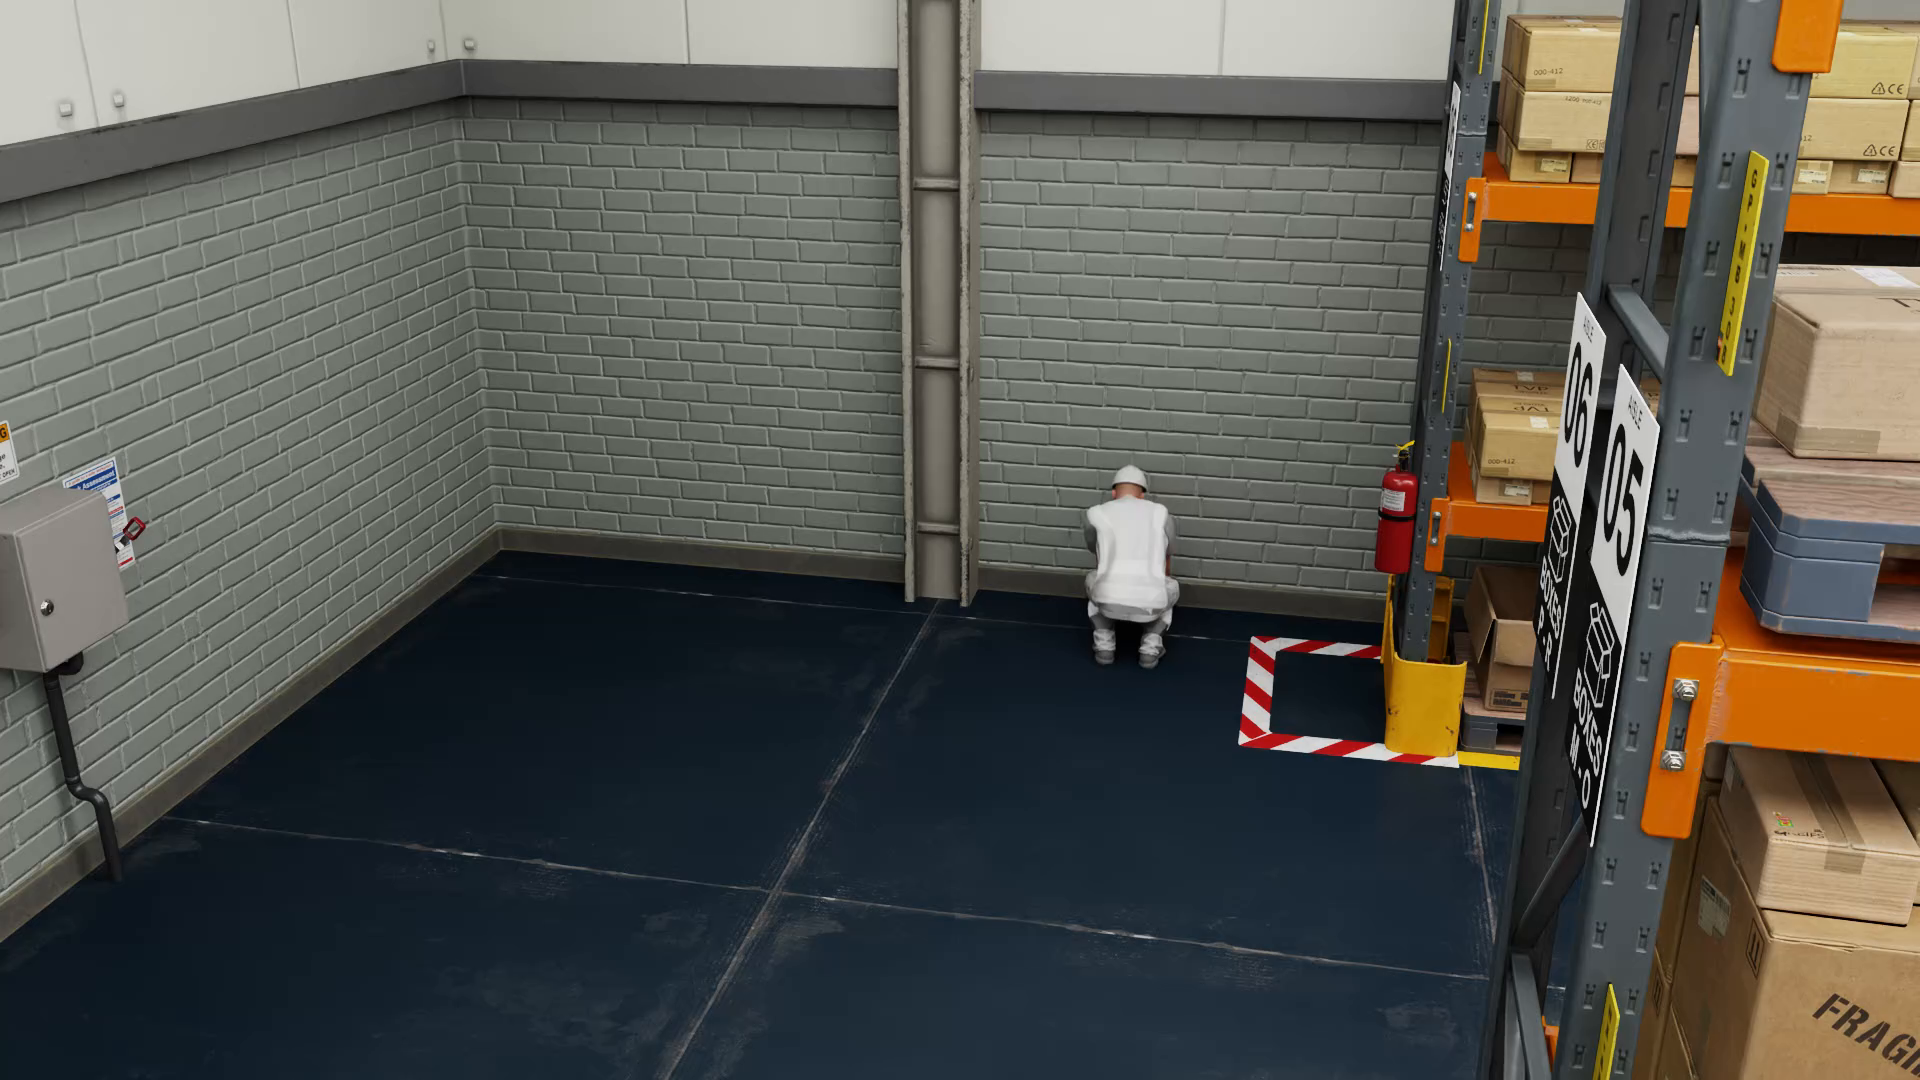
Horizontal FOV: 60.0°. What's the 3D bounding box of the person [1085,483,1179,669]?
[{"bbox_3d":[0.964,0.159,9.292,0.533,0.962,0.890,4,22,10],"label":"person"}]
